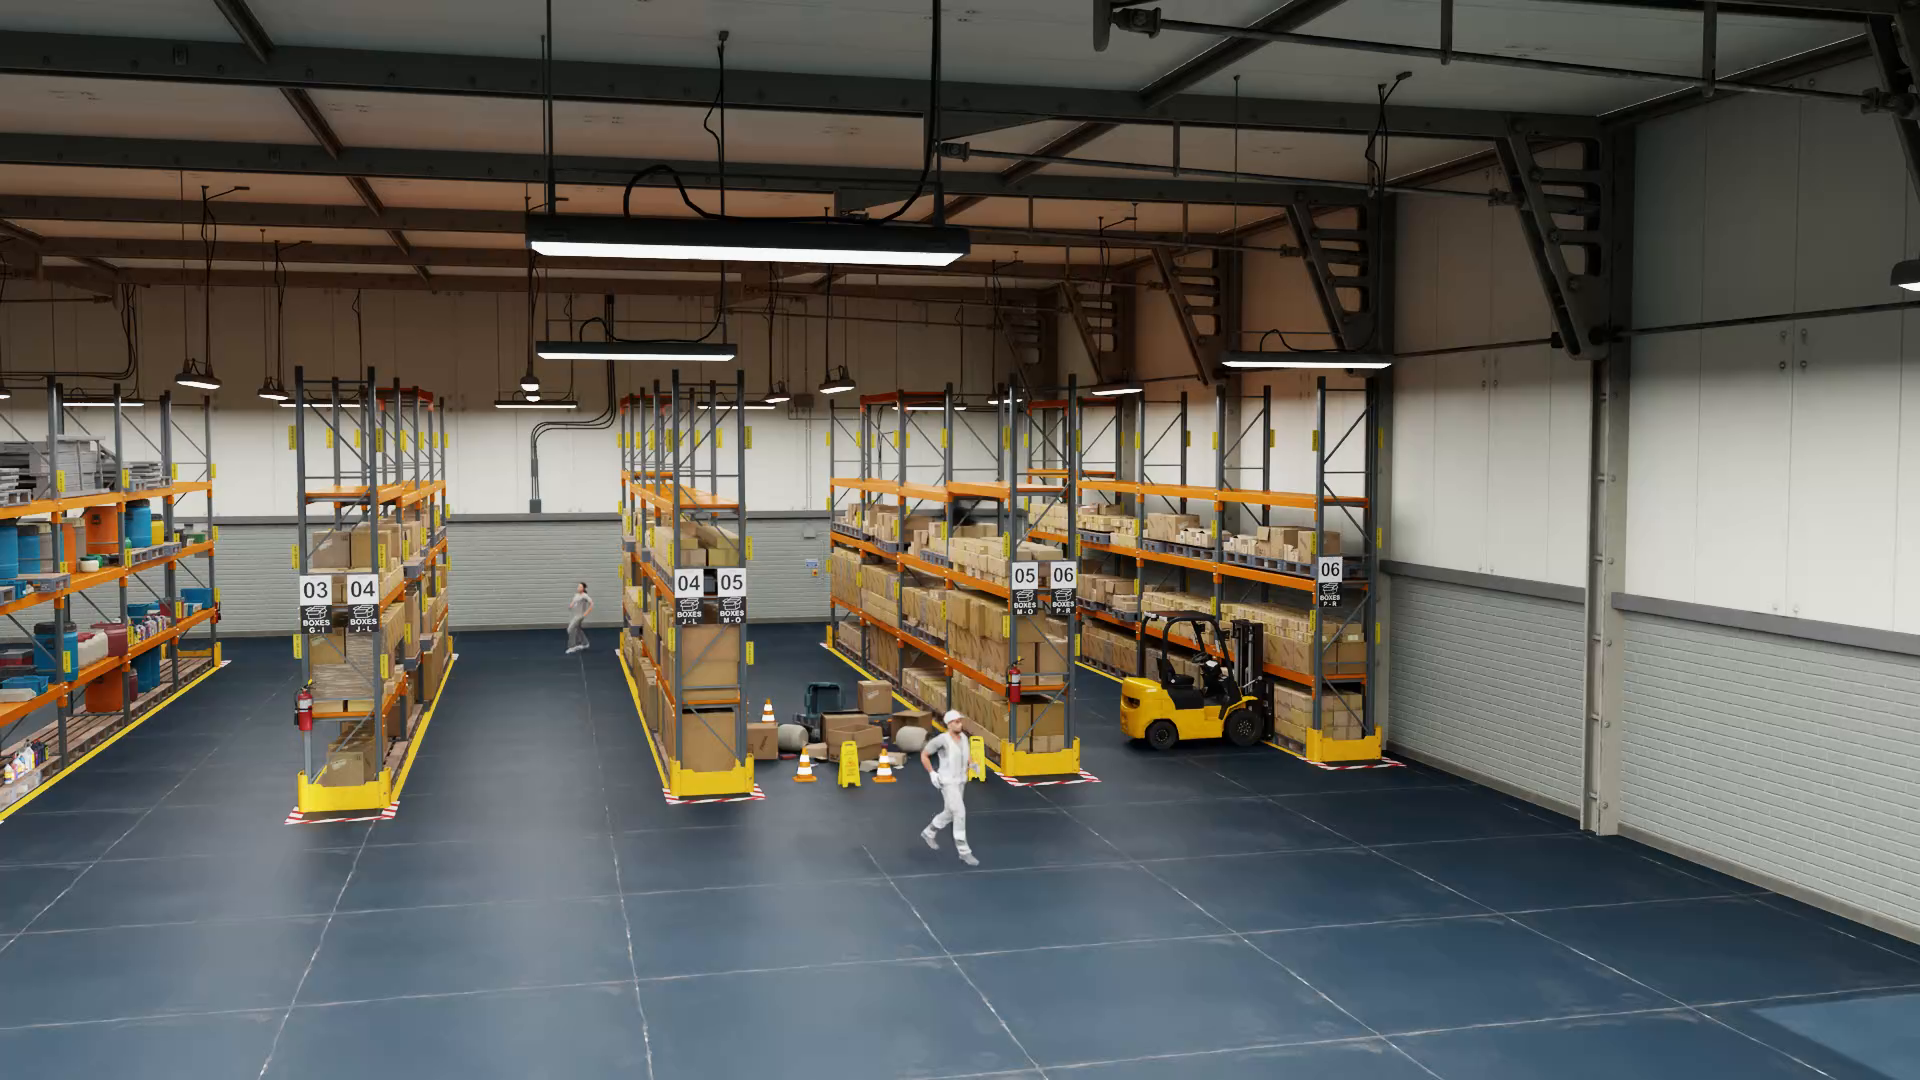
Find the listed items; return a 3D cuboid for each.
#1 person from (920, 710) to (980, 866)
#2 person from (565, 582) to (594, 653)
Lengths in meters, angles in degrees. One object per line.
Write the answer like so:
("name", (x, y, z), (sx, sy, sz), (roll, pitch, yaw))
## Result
("person", (-0.111, 2.919, 19.871), (0.936, 1.799, 0.658), (3, 4, 37))
("person", (-9.016, 1.843, 39.426), (0.672, 1.700, 0.622), (-3, 4, -41))
